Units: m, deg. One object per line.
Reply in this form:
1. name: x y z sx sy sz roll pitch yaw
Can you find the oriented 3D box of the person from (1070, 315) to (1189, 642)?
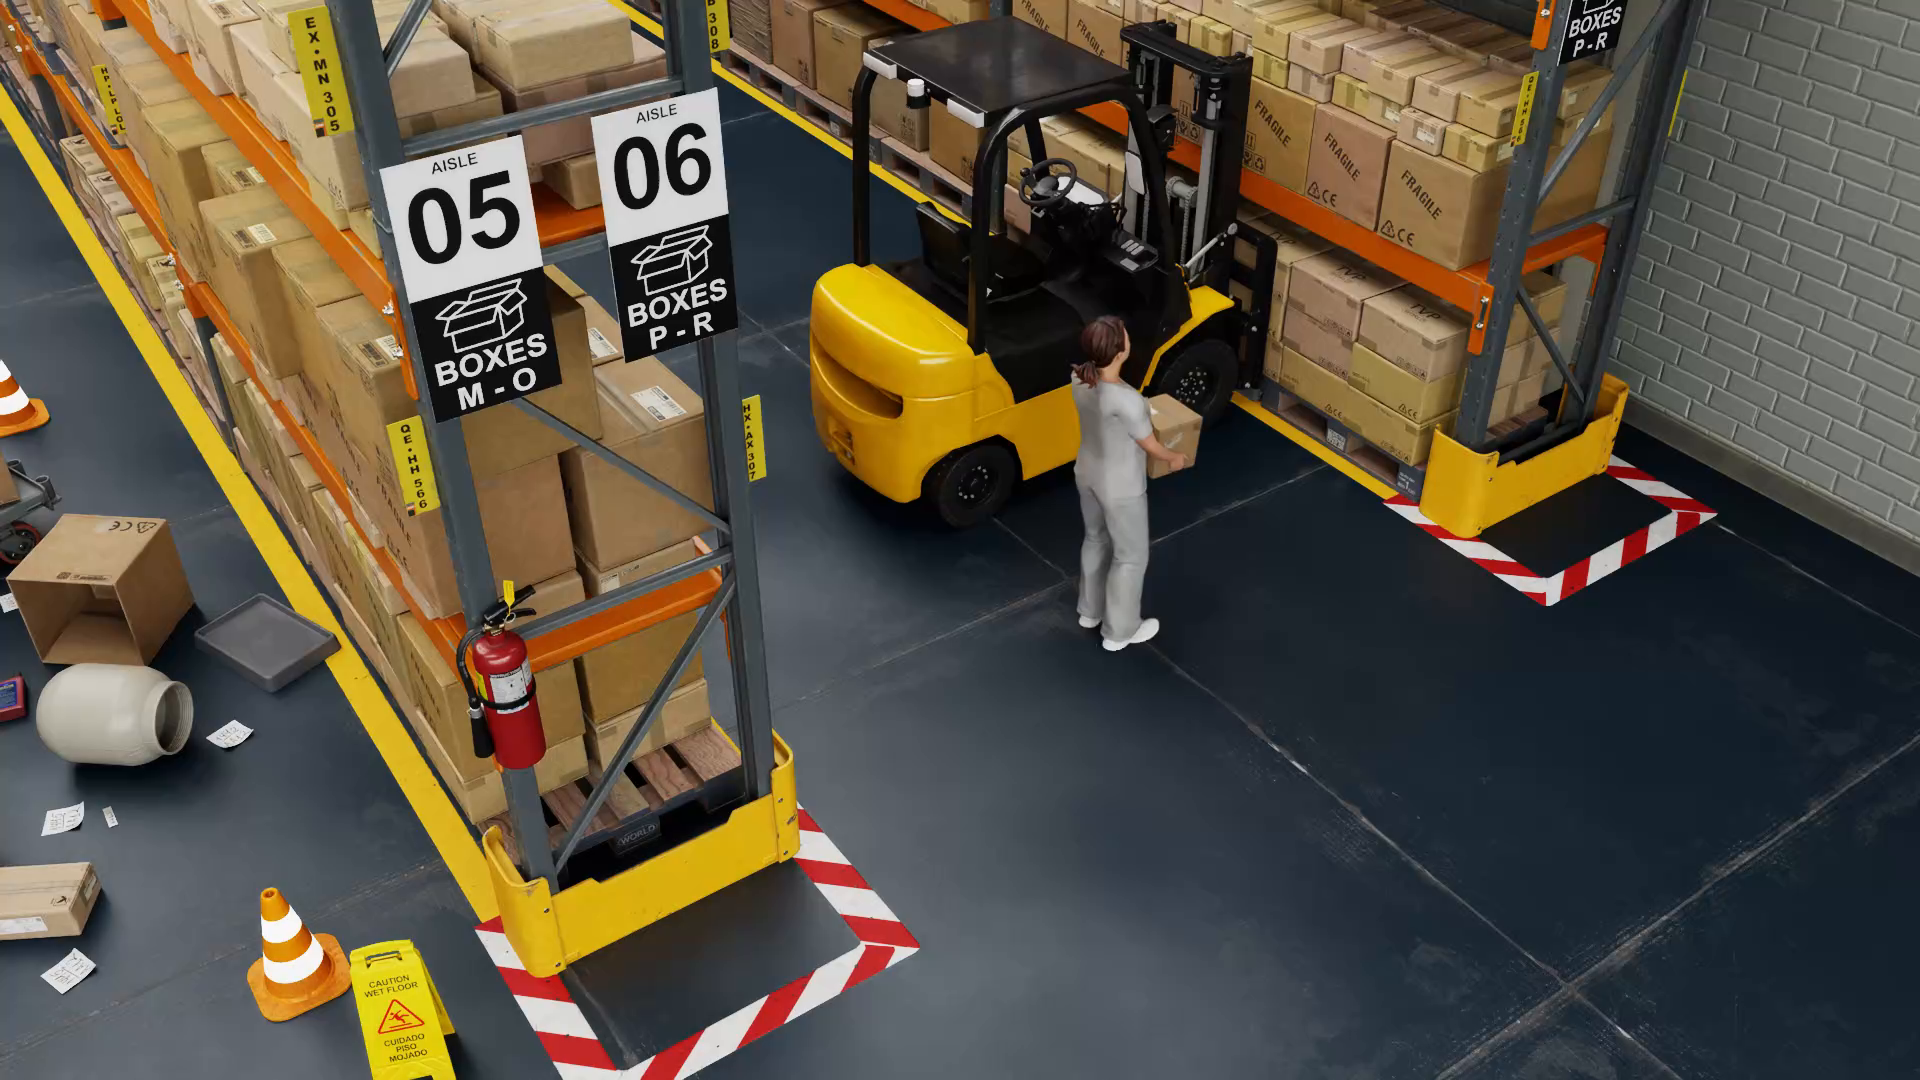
1. person: 0.712 -0.304 7.360 0.544 1.595 0.445 -23 42 -28
